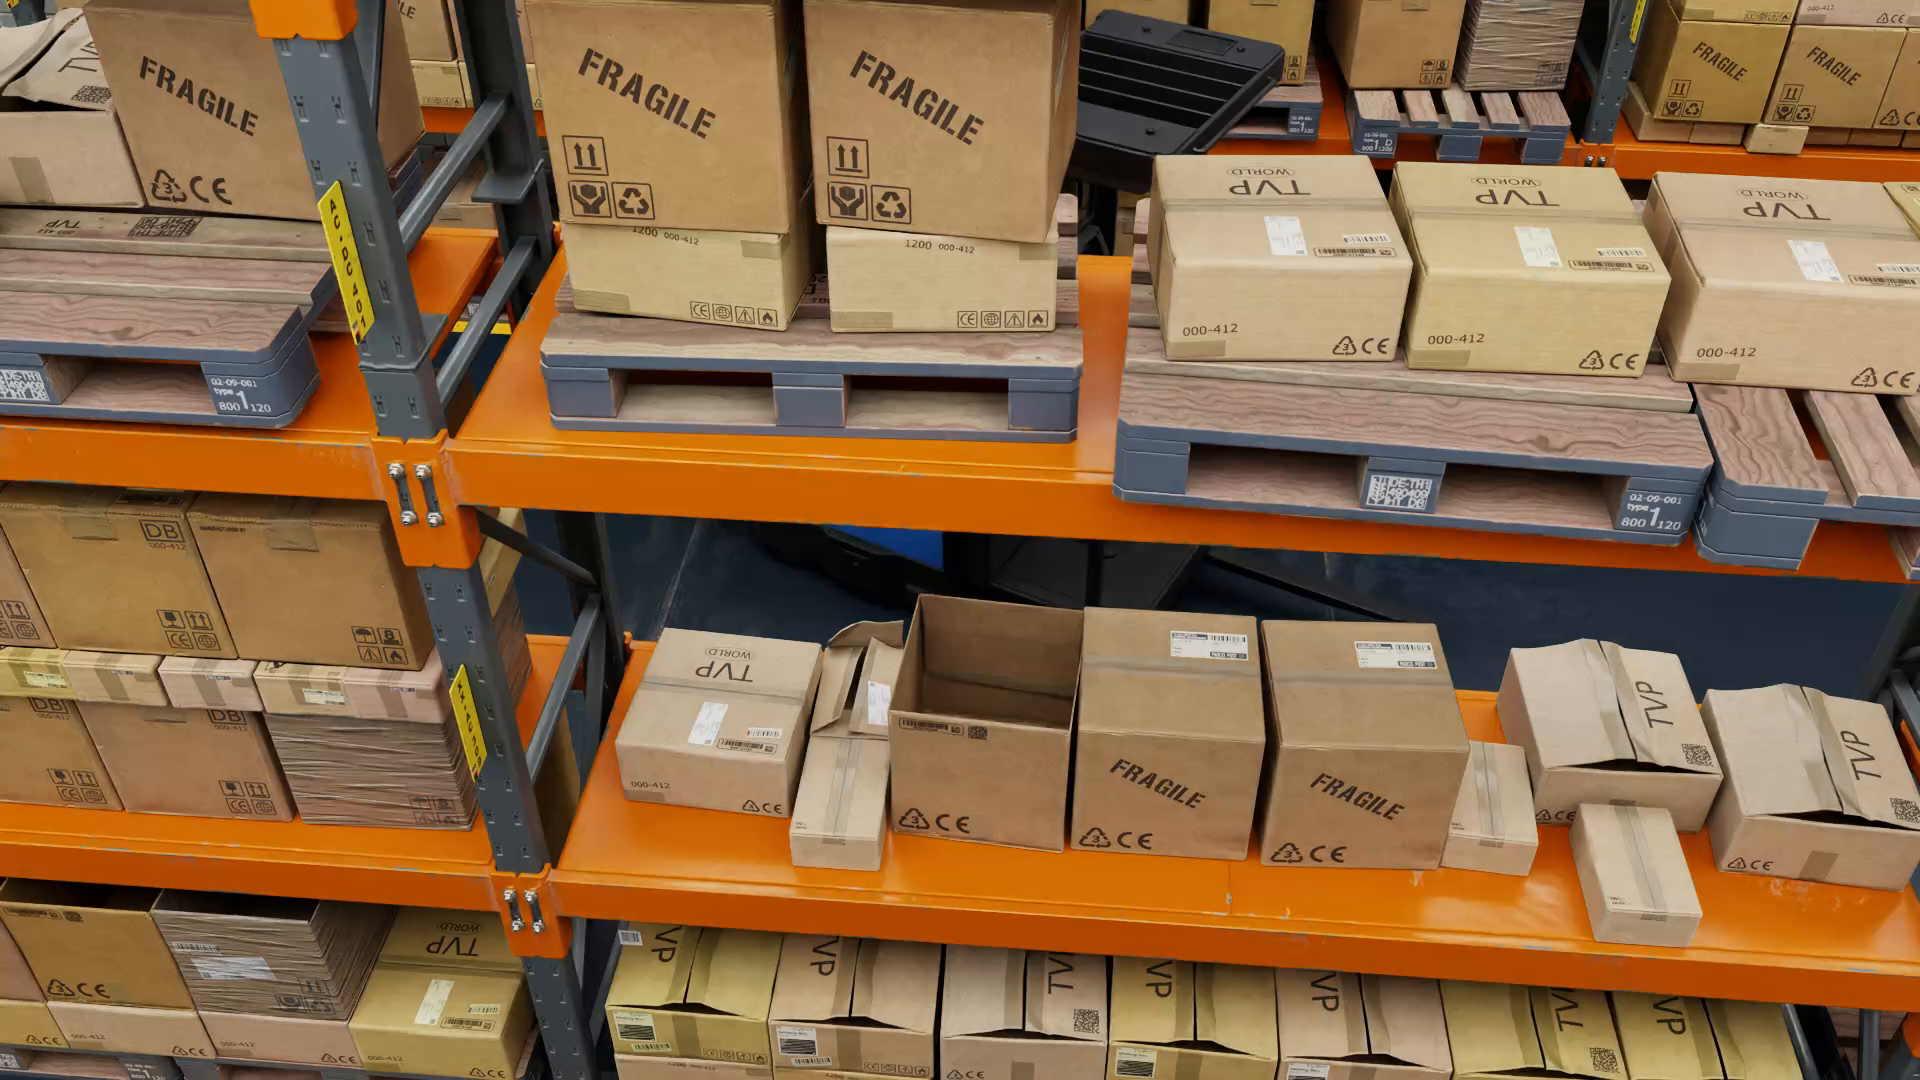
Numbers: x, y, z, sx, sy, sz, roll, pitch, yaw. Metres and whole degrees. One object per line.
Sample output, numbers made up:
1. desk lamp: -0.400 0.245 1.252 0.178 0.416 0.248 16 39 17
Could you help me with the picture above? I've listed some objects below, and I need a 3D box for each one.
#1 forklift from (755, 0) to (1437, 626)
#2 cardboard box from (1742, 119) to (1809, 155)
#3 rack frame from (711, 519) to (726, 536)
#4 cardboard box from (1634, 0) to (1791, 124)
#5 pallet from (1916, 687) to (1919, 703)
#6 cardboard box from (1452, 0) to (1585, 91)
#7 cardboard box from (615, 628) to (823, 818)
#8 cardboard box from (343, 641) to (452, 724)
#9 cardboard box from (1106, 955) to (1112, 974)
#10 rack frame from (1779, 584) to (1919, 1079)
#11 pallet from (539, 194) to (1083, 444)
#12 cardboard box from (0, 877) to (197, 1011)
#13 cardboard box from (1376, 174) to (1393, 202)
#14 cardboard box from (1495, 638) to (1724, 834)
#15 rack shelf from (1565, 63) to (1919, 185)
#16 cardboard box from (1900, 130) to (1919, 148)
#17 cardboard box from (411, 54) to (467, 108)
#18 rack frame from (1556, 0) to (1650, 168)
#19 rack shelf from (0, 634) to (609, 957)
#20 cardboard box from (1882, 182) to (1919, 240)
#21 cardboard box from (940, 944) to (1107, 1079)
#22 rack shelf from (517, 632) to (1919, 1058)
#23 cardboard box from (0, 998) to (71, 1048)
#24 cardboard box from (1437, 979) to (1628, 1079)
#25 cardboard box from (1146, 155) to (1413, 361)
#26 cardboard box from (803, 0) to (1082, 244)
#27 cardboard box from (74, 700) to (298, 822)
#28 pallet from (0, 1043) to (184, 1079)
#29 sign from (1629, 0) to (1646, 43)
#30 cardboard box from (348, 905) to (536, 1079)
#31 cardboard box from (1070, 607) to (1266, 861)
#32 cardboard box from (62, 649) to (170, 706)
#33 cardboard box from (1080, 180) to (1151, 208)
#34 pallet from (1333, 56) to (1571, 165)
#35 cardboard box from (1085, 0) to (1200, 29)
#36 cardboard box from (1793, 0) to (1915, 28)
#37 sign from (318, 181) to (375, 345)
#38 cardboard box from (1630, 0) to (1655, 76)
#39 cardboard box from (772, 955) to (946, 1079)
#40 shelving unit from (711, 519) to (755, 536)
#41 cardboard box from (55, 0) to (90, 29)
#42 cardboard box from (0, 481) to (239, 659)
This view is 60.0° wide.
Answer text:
1. forklift: 0.571 -0.905 6.710 3.031 2.935 1.130 20 43 23
2. cardboard box: 4.024 -2.073 8.275 0.250 0.149 0.380 4 39 5
3. rack frame: -1.317 -0.580 7.762 0.006 1.200 0.240 -5 32 34
4. cardboard box: 3.670 -2.388 8.147 0.500 0.500 0.500 4 39 5
5. pallet: 3.465 0.769 4.751 1.003 0.211 1.213 3 39 4
6. cardboard box: 2.739 -2.642 8.363 0.500 0.500 0.700 -1 39 -1
7. cardboard box: -0.707 0.542 4.997 0.500 0.250 0.500 5 39 7
8. cardboard box: -1.490 0.314 4.566 0.250 0.149 0.380 3 39 4
9. cardboard box: 0.757 1.313 5.777 0.500 0.250 0.500 4 39 5
10. rack frame: 2.784 0.702 4.682 0.127 3.000 1.000 3 39 4
11. pallet: -0.321 -0.565 4.014 1.217 0.209 0.805 2 39 2
12. cardboard box: -2.677 1.150 5.383 0.500 0.500 0.500 3 39 4
13. cardboard box: 2.486 -1.621 9.167 0.500 0.500 0.700 4 39 4
14. cardboard box: 1.910 0.566 4.919 0.500 0.311 0.500 3 39 3
15. rack shelf: 5.200 -2.025 8.603 4.000 0.370 1.077 3 39 4
16. cardboard box: 4.800 -2.108 8.317 0.250 0.149 0.380 4 39 5
17. cardboard box: -2.775 -2.493 8.710 0.500 0.250 0.500 3 39 4
18. rack frame: 3.208 -2.413 8.509 0.127 3.000 1.000 3 39 4
19. rack shelf: -3.194 0.655 5.310 4.000 0.370 1.077 3 39 4
20. cardboard box: 2.327 -0.555 3.636 0.500 0.250 0.500 0 39 1
21. cardboard box: 0.203 1.408 5.216 0.500 0.311 0.500 2 39 2
22. rack shelf: 0.792 0.872 5.042 4.000 0.370 1.077 3 39 4
23. cardboard box: -3.177 1.422 5.643 0.500 0.250 0.500 3 39 4
24. cardboard box: 1.723 1.490 5.114 0.500 0.311 0.500 3 39 3
25. cardboard box: 0.699 -0.641 3.742 0.500 0.250 0.500 0 39 0
26. cardboard box: -0.021 -1.000 3.588 0.500 0.500 0.500 7 40 8
27. cardboard box: -2.170 0.401 4.973 0.500 0.500 0.700 3 39 3
28. pallet: -3.208 1.431 5.995 1.213 0.211 1.003 3 39 4
29. sign: 3.170 -2.490 7.749 0.005 0.325 0.100 3 39 4
30. cardboard box: -1.682 1.500 5.547 0.500 0.250 0.500 3 39 4
31. cardboard box: 0.587 0.554 4.785 0.500 0.500 0.500 3 39 4
32. cardboard box: -2.259 0.273 4.616 0.250 0.149 0.380 3 39 4
33. cardboard box: 0.915 -2.046 9.095 0.500 0.250 0.500 2 39 3
34. pallet: 2.489 -2.311 8.535 1.003 0.211 1.213 3 39 4
35. cardboard box: 0.942 -2.740 8.483 0.500 0.500 0.700 8 40 10
36. cardboard box: 4.173 -2.650 7.876 0.500 0.250 0.500 3 39 3
37. sign: -1.247 -0.561 3.385 0.005 0.325 0.100 3 39 4
38. cardboard box: 3.701 -2.715 8.550 0.500 0.500 0.500 3 39 4
39. cardboard box: -0.311 1.594 5.431 0.500 0.250 0.500 4 39 5
40. shelving unit: -1.241 -0.587 7.711 0.189 1.200 0.258 -5 32 34
41. cardboard box: -4.313 -2.875 8.585 0.500 0.500 0.500 3 39 4
42. cardboard box: -2.147 -0.104 4.566 0.500 0.500 0.700 3 39 4
